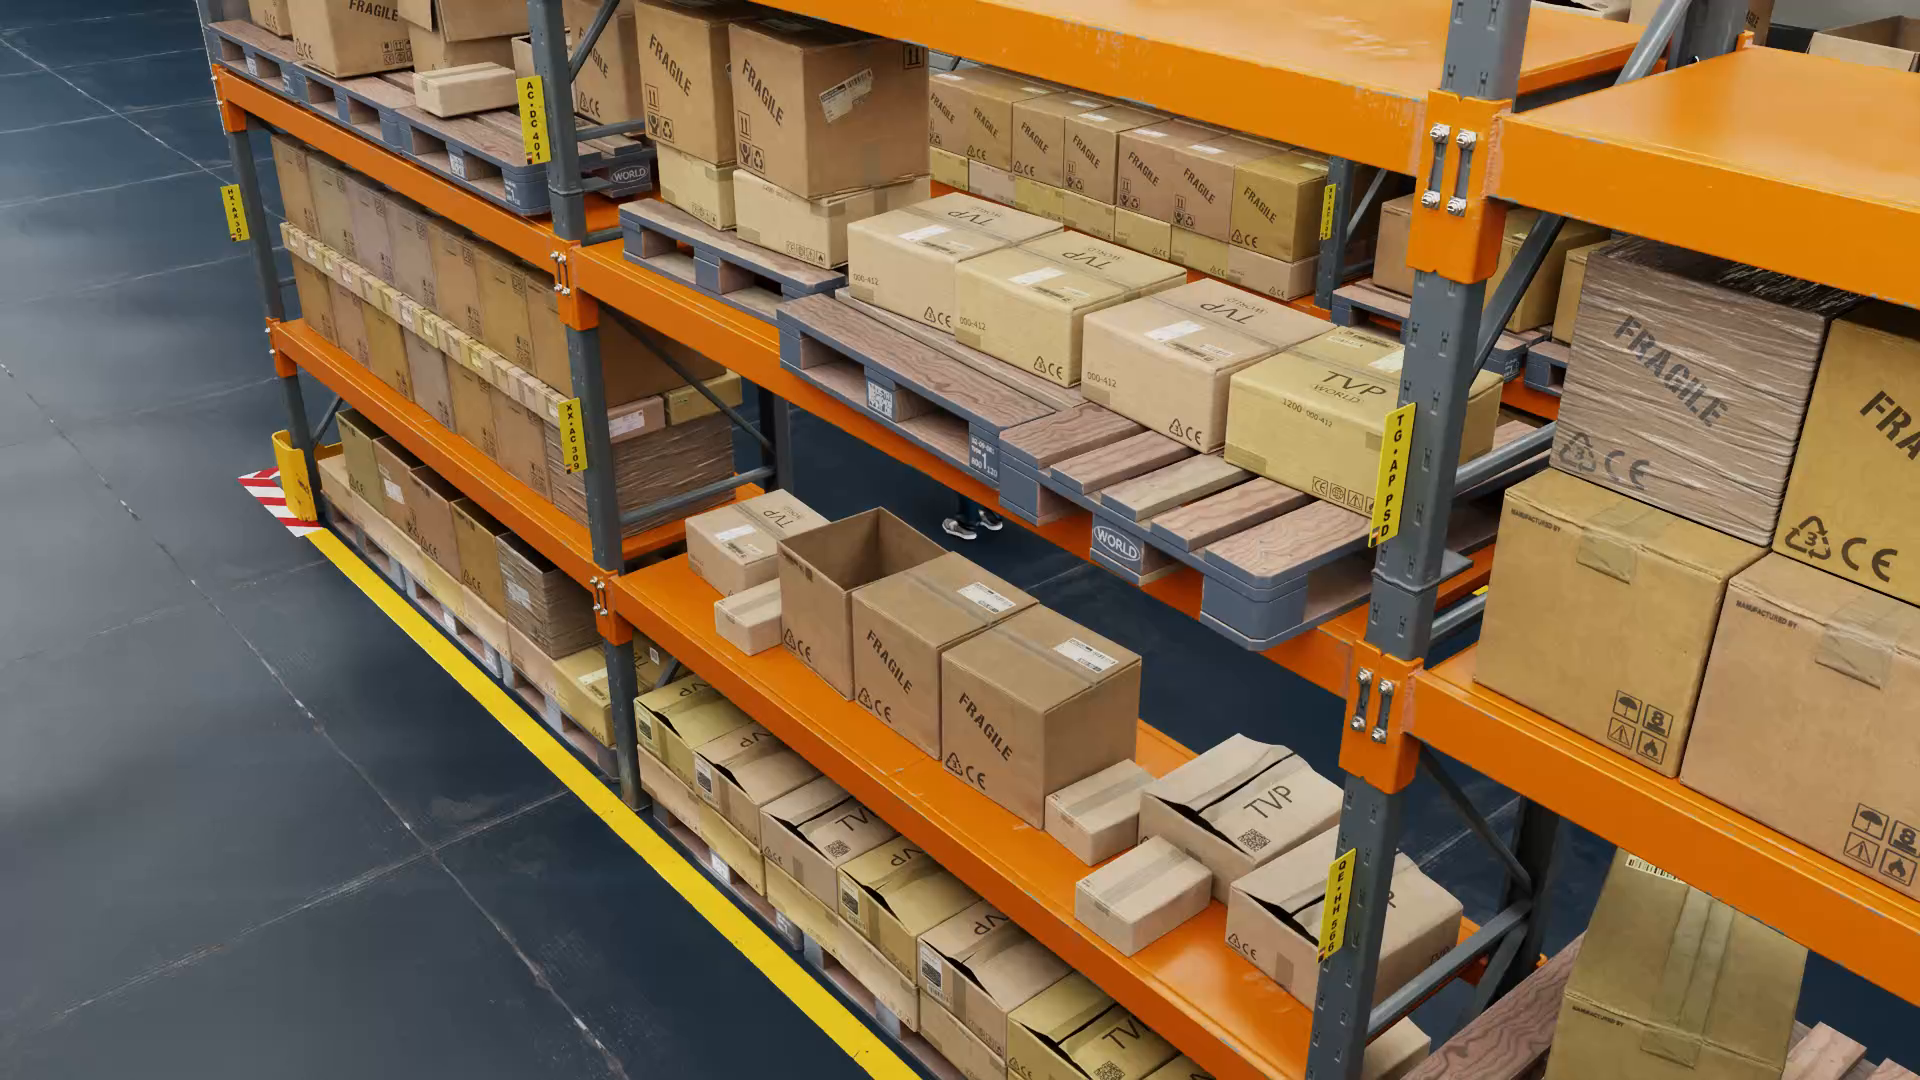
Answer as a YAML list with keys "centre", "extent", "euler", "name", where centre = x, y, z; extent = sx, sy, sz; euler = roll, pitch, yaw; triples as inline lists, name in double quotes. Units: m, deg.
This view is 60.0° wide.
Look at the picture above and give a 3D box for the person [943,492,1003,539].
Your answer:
- centre: [0.044, -0.782, 10.076]
  extent: [0.407, 1.588, 0.494]
  euler: [-22, 35, -35]
  name: "person"
